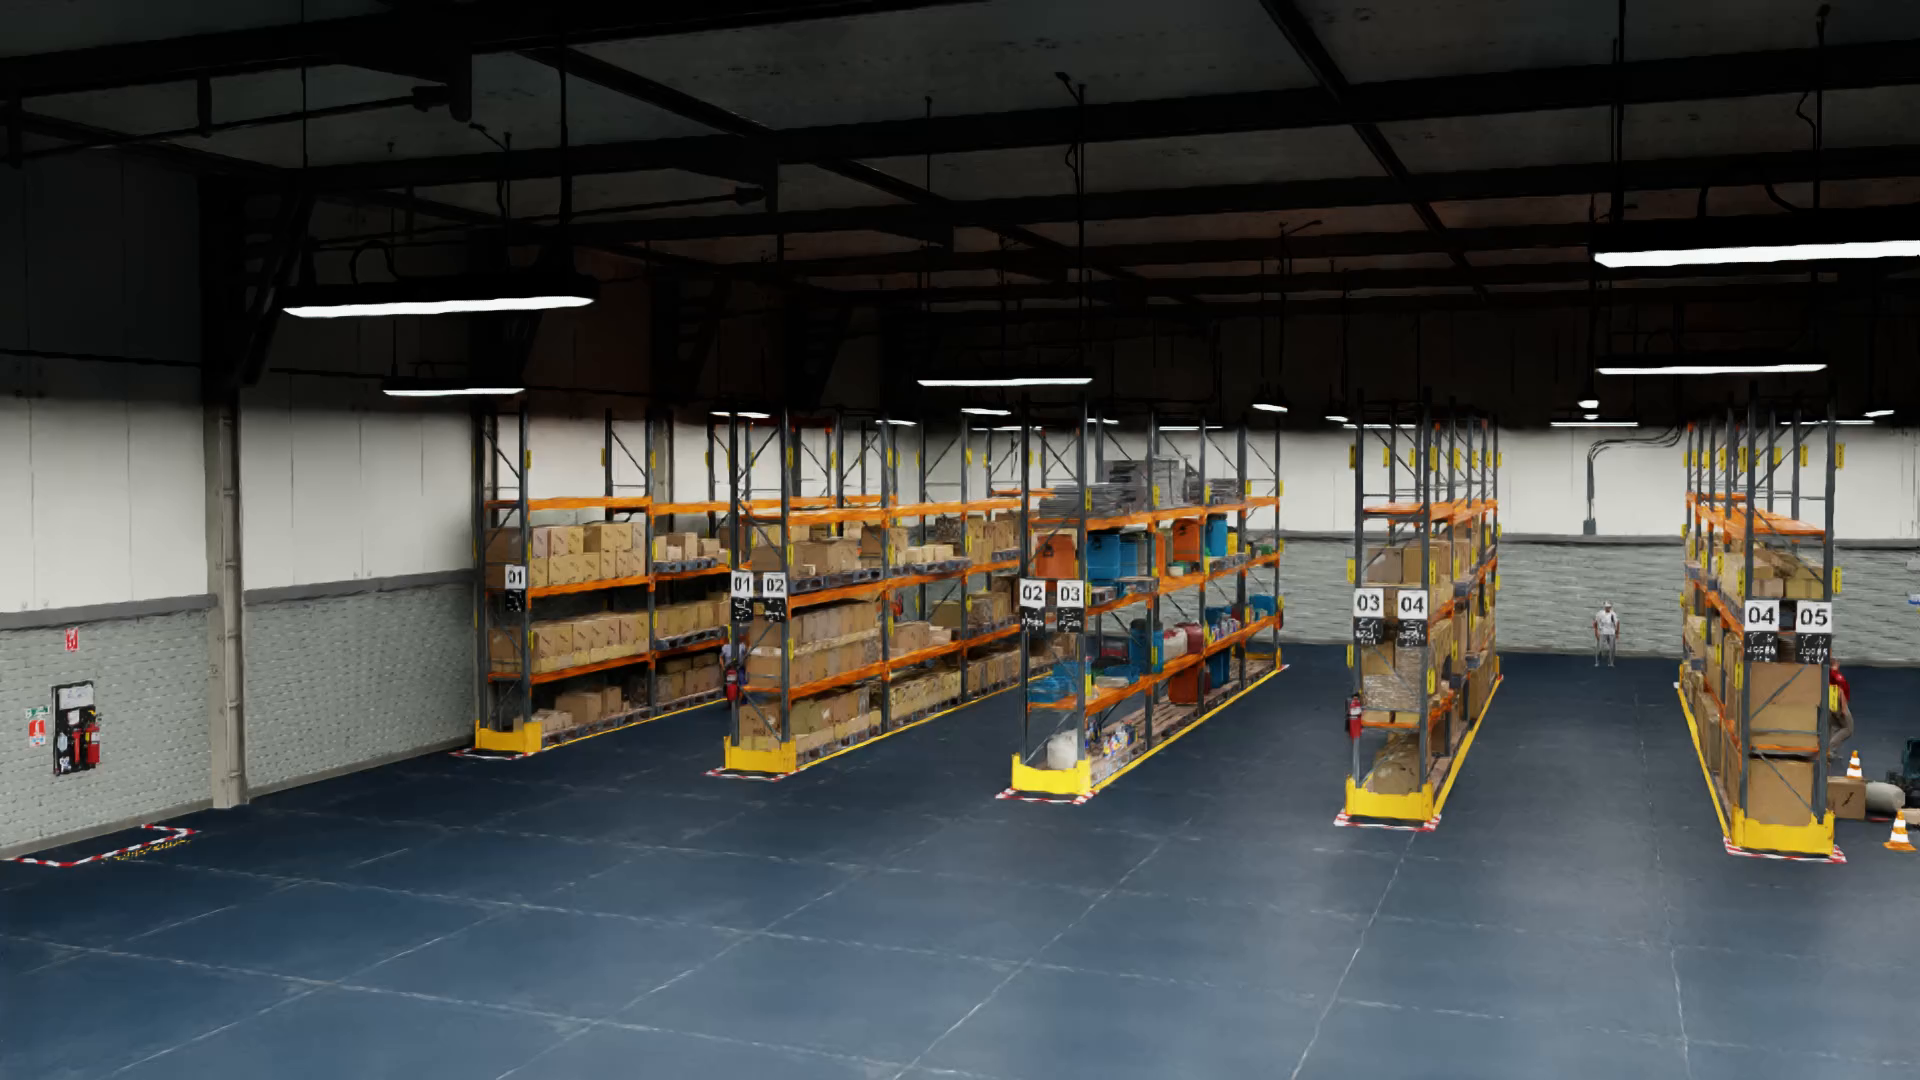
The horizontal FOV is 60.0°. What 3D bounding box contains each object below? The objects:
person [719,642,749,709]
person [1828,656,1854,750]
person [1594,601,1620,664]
[{"bbox_3d":[-4.440,2.598,33.028,0.656,1.581,0.818,0,3,4],"label":"person"},{"bbox_3d":[14.586,2.750,27.684,0.379,1.642,0.571,0,3,-7],"label":"person"},{"bbox_3d":[15.553,2.218,39.991,0.592,1.564,0.526,1,3,19],"label":"person"}]
